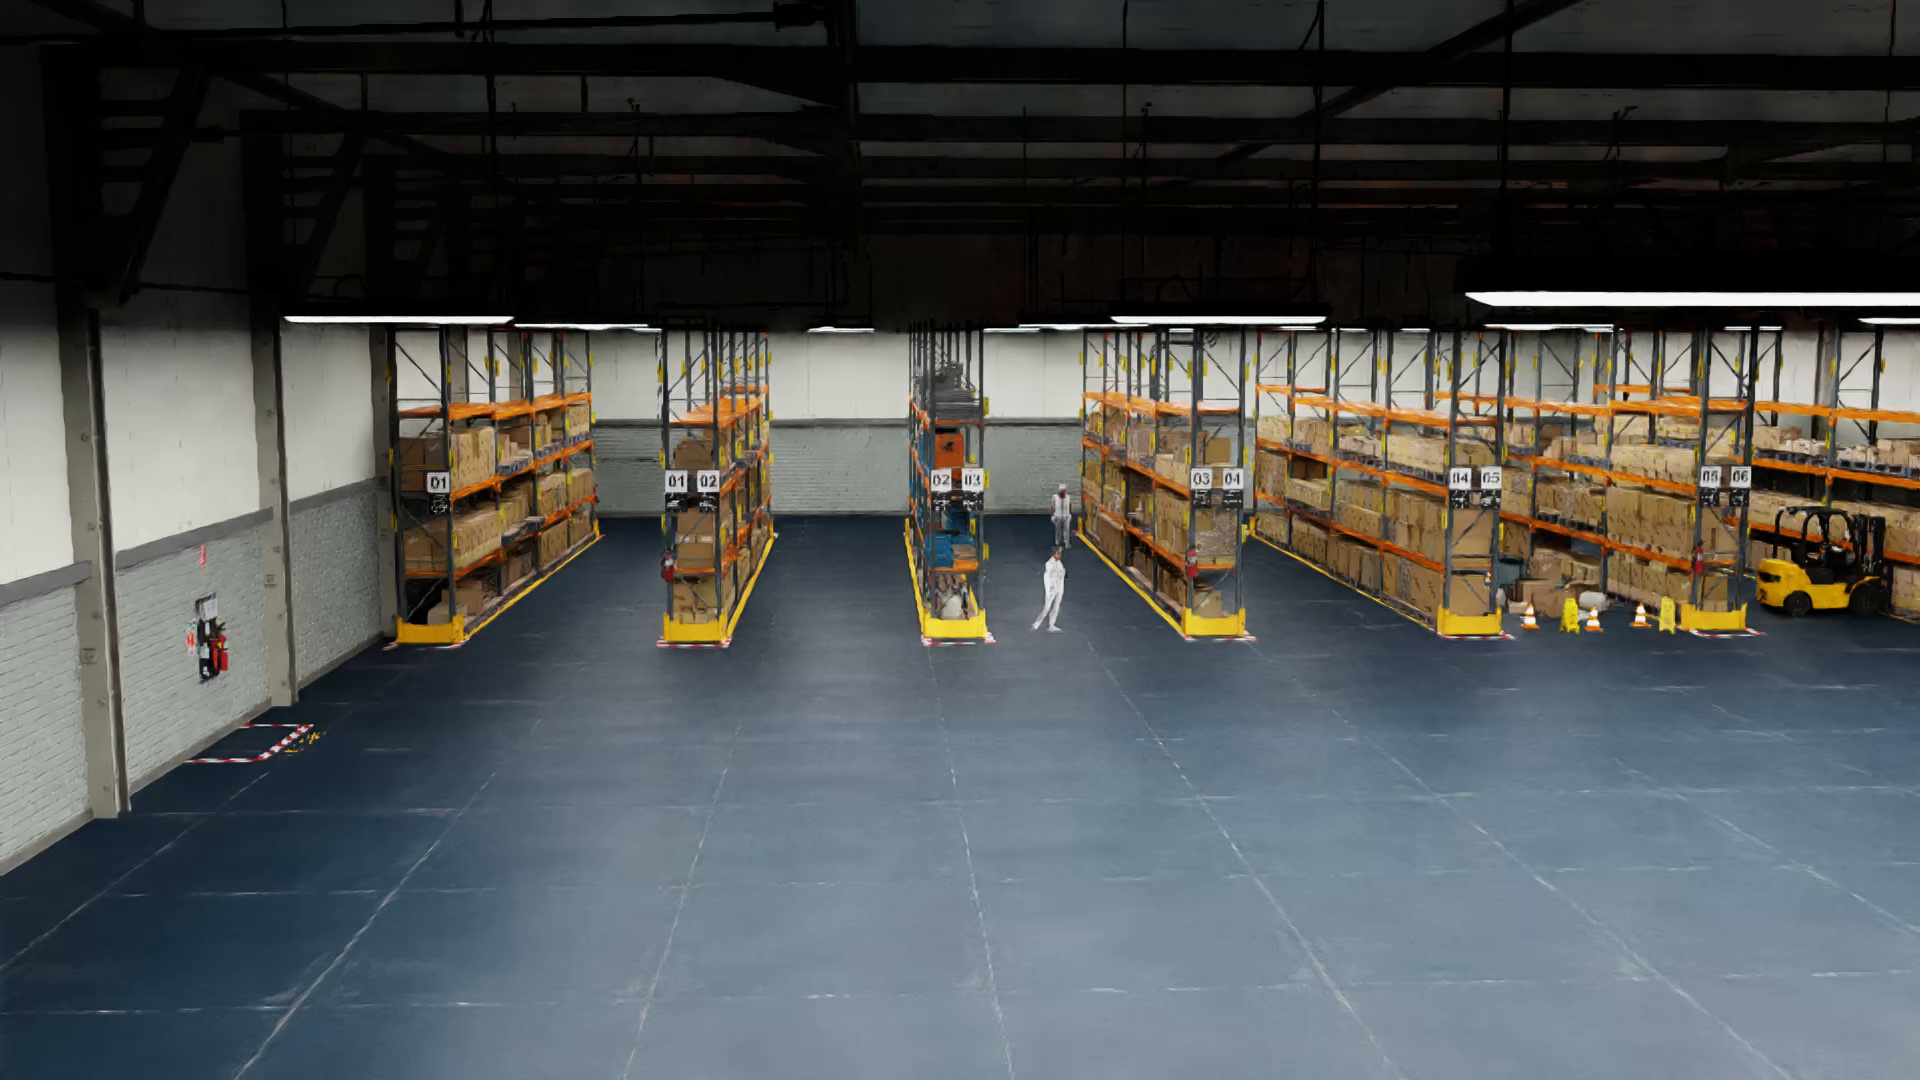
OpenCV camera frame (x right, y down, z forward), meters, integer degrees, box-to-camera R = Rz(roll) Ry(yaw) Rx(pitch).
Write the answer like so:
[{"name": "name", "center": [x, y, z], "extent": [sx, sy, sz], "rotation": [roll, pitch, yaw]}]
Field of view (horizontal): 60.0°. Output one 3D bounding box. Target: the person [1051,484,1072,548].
[{"name": "person", "center": [2.731, -0.657, 44.715], "extent": [0.566, 1.706, 1.122], "rotation": [0, 7, 0]}]

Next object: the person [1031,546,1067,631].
[{"name": "person", "center": [1.720, 0.941, 32.095], "extent": [0.657, 1.662, 0.499], "rotation": [-7, 10, -43]}]

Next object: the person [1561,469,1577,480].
[{"name": "person", "center": [19.184, -1.629, 52.439], "extent": [0.446, 1.763, 0.717], "rotation": [-4, 8, -29]}]
